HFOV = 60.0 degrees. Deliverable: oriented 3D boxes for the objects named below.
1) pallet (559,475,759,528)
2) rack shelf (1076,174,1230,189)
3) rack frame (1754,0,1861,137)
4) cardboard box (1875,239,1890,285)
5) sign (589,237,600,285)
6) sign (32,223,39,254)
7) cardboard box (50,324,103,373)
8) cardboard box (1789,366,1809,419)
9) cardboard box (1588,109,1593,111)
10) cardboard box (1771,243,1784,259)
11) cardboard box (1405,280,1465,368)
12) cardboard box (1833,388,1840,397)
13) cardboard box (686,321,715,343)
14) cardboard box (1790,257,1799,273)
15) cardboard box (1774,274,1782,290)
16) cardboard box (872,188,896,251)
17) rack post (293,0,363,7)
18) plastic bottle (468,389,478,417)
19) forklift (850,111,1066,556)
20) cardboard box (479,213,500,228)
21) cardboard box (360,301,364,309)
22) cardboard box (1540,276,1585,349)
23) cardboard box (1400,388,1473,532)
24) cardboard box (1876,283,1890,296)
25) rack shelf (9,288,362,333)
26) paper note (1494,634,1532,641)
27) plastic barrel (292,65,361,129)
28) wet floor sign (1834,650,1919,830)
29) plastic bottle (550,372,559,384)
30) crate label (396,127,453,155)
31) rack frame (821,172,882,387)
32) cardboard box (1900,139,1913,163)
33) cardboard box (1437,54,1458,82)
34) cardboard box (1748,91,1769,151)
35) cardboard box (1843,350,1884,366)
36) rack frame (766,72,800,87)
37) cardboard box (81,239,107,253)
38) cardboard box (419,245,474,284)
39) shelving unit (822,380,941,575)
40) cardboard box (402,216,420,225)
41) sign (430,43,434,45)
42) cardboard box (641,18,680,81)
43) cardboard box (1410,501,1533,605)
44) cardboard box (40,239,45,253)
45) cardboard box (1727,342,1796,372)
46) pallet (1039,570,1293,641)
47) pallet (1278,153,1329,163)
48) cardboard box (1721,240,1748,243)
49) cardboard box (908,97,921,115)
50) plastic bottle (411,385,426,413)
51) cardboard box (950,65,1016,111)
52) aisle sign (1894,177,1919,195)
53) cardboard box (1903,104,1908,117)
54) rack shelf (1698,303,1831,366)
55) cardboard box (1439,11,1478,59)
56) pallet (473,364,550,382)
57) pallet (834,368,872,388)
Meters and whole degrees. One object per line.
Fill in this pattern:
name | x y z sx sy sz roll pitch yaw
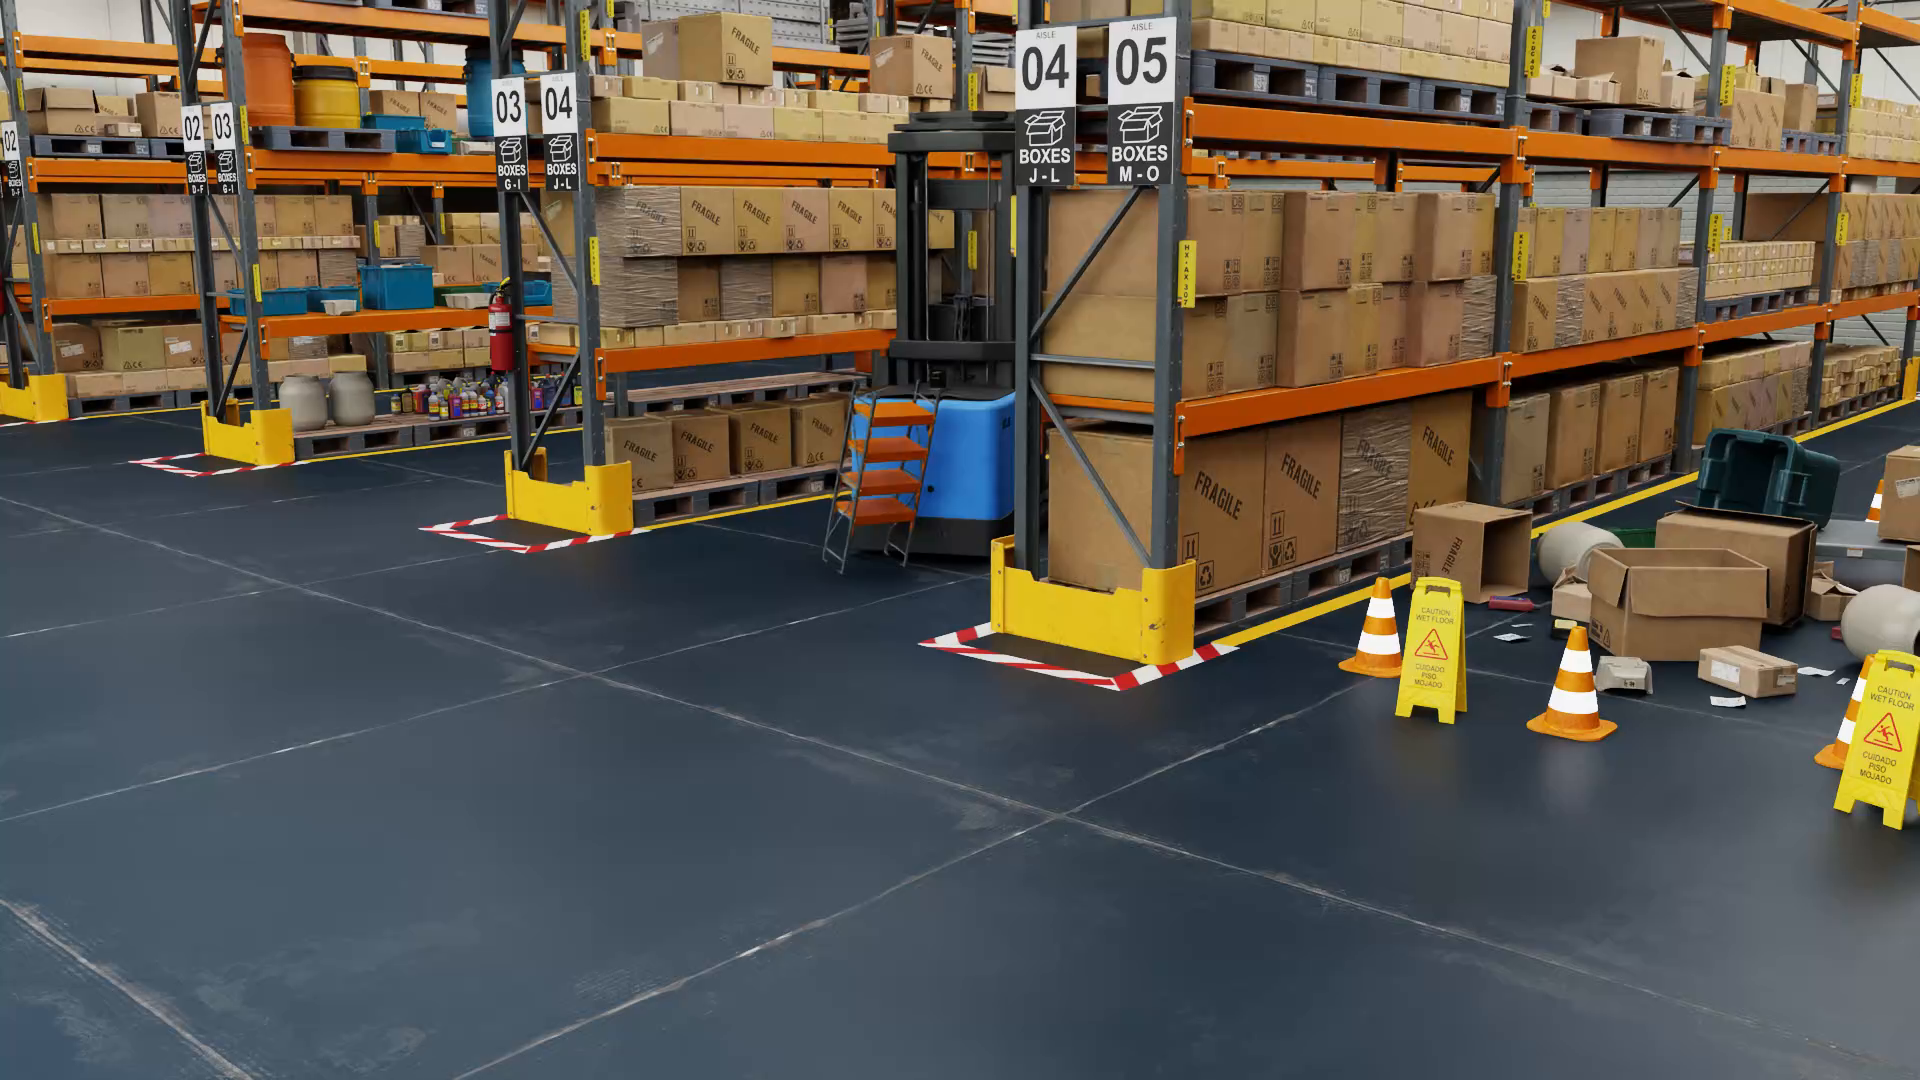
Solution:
pallet | -2.334 -0.343 12.889 1.003 0.211 1.213 10 15 40
rack shelf | 2.574 -5.403 25.280 1.077 0.370 4.000 10 15 40
rack frame | 8.633 -5.635 16.951 1.000 3.000 0.127 10 15 40
cardboard box | 10.162 -3.155 18.832 0.500 0.500 0.500 11 16 43
sign | -2.539 -1.939 11.549 0.100 0.325 0.005 10 15 40
sign | -9.973 -3.256 17.944 0.100 0.325 0.005 10 15 40
cardboard box | -10.255 -2.208 19.142 0.500 0.500 0.500 10 15 40
cardboard box | 8.334 -1.532 17.034 0.500 0.500 0.500 9 15 39
cardboard box | 5.019 -3.606 13.502 0.500 0.250 0.500 10 15 42
cardboard box | 7.828 -2.832 16.282 0.380 0.149 0.250 9 14 39
cardboard box | 2.772 -1.450 10.932 0.875 0.550 0.550 10 15 40
cardboard box | 9.416 -1.596 18.250 0.380 0.149 0.250 10 15 40
cardboard box | -2.075 -1.581 12.608 0.380 0.149 0.250 10 15 40
cardboard box | 8.180 -2.763 16.697 0.380 0.149 0.250 11 15 43
cardboard box | 7.838 -2.539 16.334 0.380 0.149 0.250 9 14 38
cardboard box | -0.726 -2.682 13.915 0.500 0.500 0.500 10 15 40
rack post | -6.073 -5.016 15.127 0.954 0.300 0.937 -10 15 -41
plastic bottle | -4.944 -1.394 16.875 0.097 0.271 0.097 0 11 0
forklift | 0.143 -1.568 12.077 1.130 2.935 3.031 3 12 15
cardboard box | -7.981 -5.368 27.946 0.500 0.250 0.500 9 15 40
cardboard box | -9.688 -3.852 26.682 0.500 0.250 0.500 10 15 41
cardboard box | 4.235 -1.683 12.222 0.500 0.500 0.500 10 15 41
cardboard box | 2.885 -0.597 11.395 0.875 0.875 0.875 10 15 41
cardboard box | 10.577 -2.928 19.355 0.380 0.149 0.250 9 14 38
rack shelf | -9.066 -2.807 19.944 1.077 0.370 4.000 10 15 40
paper note | 2.995 0.524 9.016 0.142 0.017 0.144 -6 13 -28
plastic barrel | -6.010 -4.178 15.759 0.600 0.588 0.600 0 11 0
wet floor sign | 3.568 0.741 6.353 0.232 0.644 0.267 -6 13 -28
plastic bottle | -4.344 -1.616 17.786 0.144 0.351 0.185 10 15 40
crate label | -5.184 -3.855 16.076 0.502 0.251 0.408 10 15 40
rack frame | -1.387 -3.402 21.084 1.000 3.000 0.127 10 15 40
cardboard box | 10.504 -4.431 18.963 0.500 0.250 0.500 11 15 43
cardboard box | 2.848 -2.911 10.285 0.380 0.149 0.250 10 15 41
cardboard box | 6.894 -3.749 14.910 0.500 0.500 0.500 10 15 40
cardboard box | 10.476 -2.110 19.307 0.380 0.149 0.250 11 15 42
rack frame | -3.548 -8.801 32.802 1.000 3.000 0.127 10 15 40
cardboard box | -9.793 -3.302 18.672 0.380 0.149 0.250 9 15 39
cardboard box | -6.878 -3.691 22.280 0.500 0.500 0.500 -11 16 -43
shelving unit | -0.501 -0.397 10.498 0.503 1.200 0.258 -6 28 -38
cardboard box | -9.034 -5.211 27.107 0.380 0.149 0.250 7 14 33
sign | -8.414 -8.053 26.466 0.100 0.325 0.005 10 15 40
cardboard box | -2.114 -3.756 12.908 0.500 0.500 0.500 10 15 40
cardboard box | 3.099 0.069 10.083 0.500 0.500 0.500 -9 14 -38
cardboard box | -10.277 -3.314 18.731 0.380 0.149 0.250 9 15 39
cardboard box | 7.982 -1.825 16.587 0.500 0.250 0.500 11 16 43
pallet | 1.181 0.312 9.612 1.003 0.211 1.213 10 15 40
pallet | 3.455 -4.406 18.936 1.003 0.211 1.213 11 16 43
cardboard box | 8.028 -3.070 17.472 0.380 0.149 0.250 11 16 43
cardboard box | -0.549 -3.653 14.049 0.380 0.149 0.250 10 15 41
plastic bottle | -5.598 -1.465 17.219 0.152 0.276 0.135 10 15 41
cardboard box | 0.078 -3.957 14.868 0.797 0.503 0.637 9 14 38
aisle sign | 11.547 -4.529 20.090 0.394 0.787 0.004 10 15 40
cardboard box | 10.564 -4.889 18.963 0.380 0.149 0.250 9 15 39
rack shelf | 7.313 -2.047 16.136 1.077 0.370 4.000 10 15 40
cardboard box | 2.886 -3.135 10.386 0.500 0.250 0.500 10 15 40
pallet | -6.483 -2.380 23.090 1.003 0.211 1.213 10 15 40
pallet | -0.898 -2.156 21.964 1.003 0.211 1.213 10 15 40
